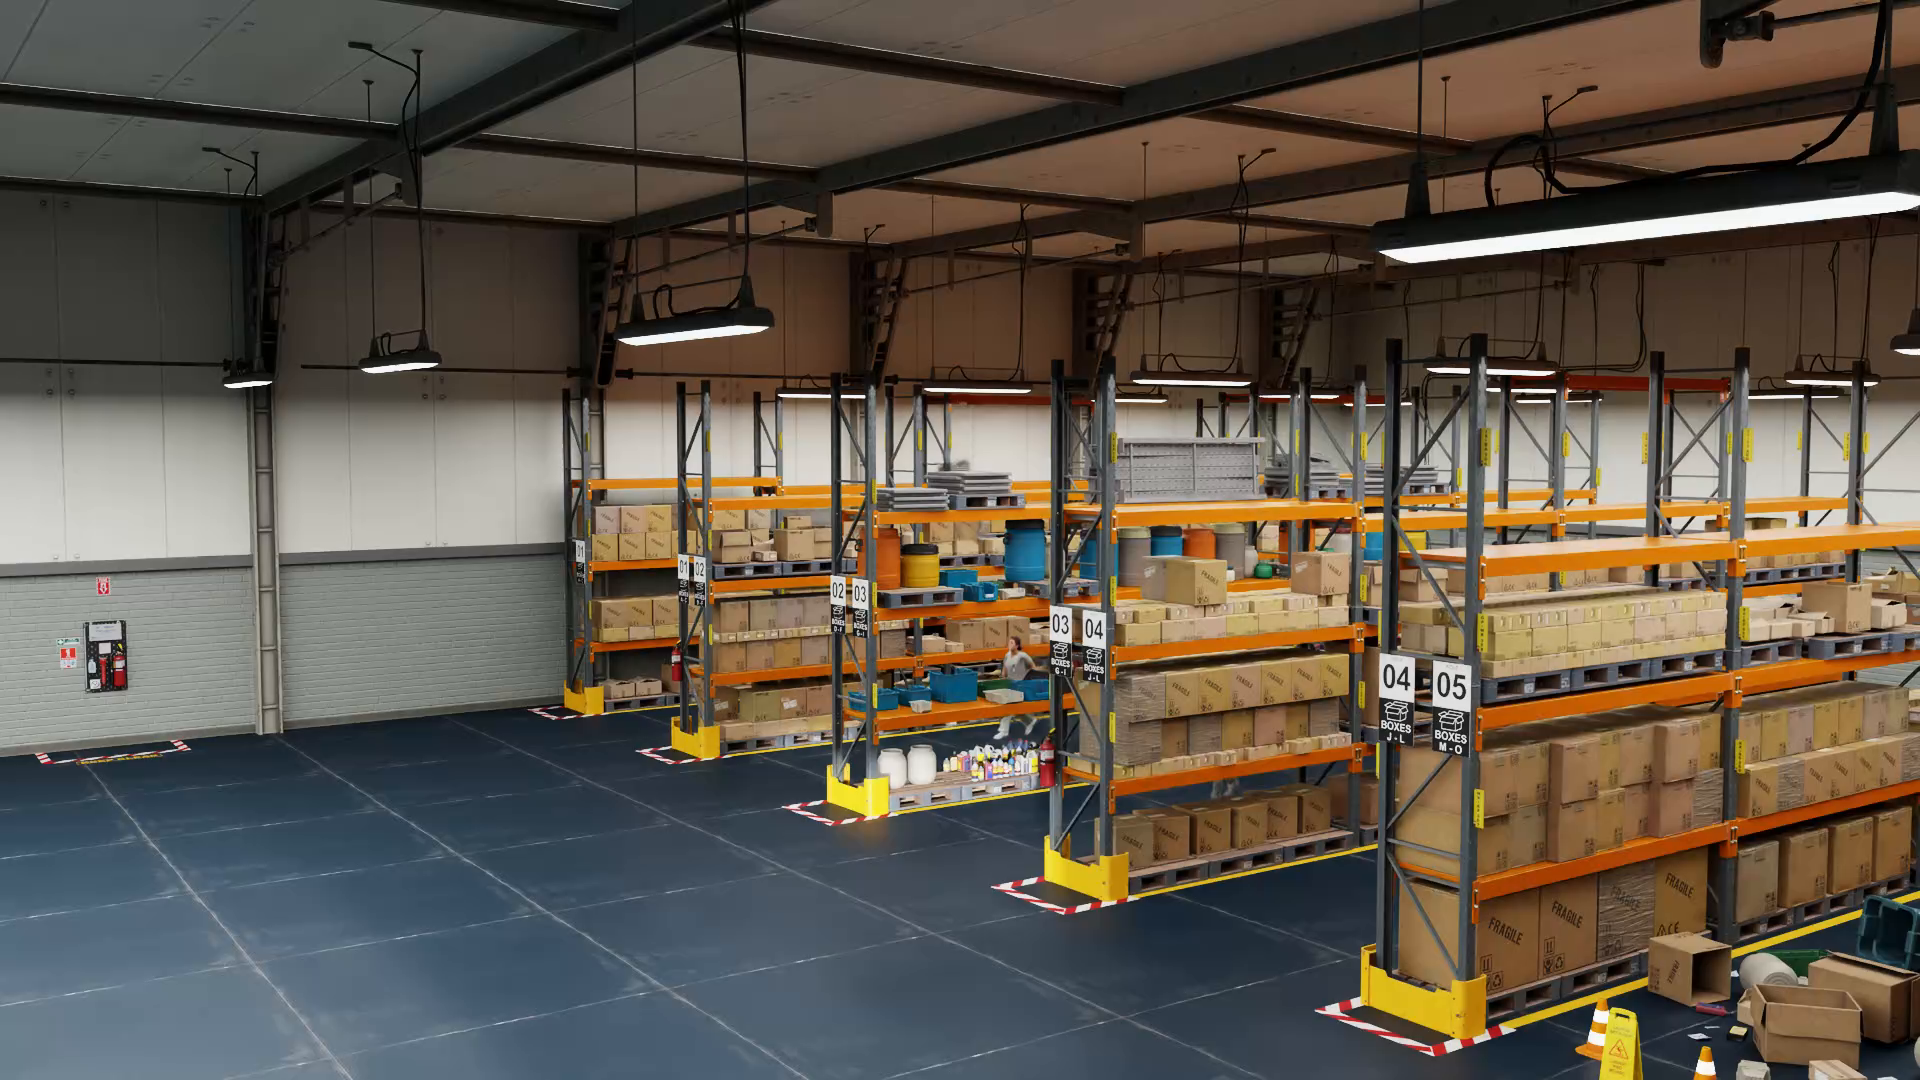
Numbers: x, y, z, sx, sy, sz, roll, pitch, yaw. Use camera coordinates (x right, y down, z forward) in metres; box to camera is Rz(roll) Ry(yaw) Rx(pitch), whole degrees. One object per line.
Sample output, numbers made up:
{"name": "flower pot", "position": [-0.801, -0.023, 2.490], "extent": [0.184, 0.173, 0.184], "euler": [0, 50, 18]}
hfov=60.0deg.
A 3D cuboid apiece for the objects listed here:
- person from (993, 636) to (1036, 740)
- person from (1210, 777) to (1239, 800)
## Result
{"name": "person", "position": [0.914, 2.361, 26.812], "extent": [0.892, 1.649, 0.588], "euler": [-3, 5, -44]}
{"name": "person", "position": [3.666, 2.809, 23.027], "extent": [0.906, 1.820, 0.710], "euler": [-3, 5, -40]}
